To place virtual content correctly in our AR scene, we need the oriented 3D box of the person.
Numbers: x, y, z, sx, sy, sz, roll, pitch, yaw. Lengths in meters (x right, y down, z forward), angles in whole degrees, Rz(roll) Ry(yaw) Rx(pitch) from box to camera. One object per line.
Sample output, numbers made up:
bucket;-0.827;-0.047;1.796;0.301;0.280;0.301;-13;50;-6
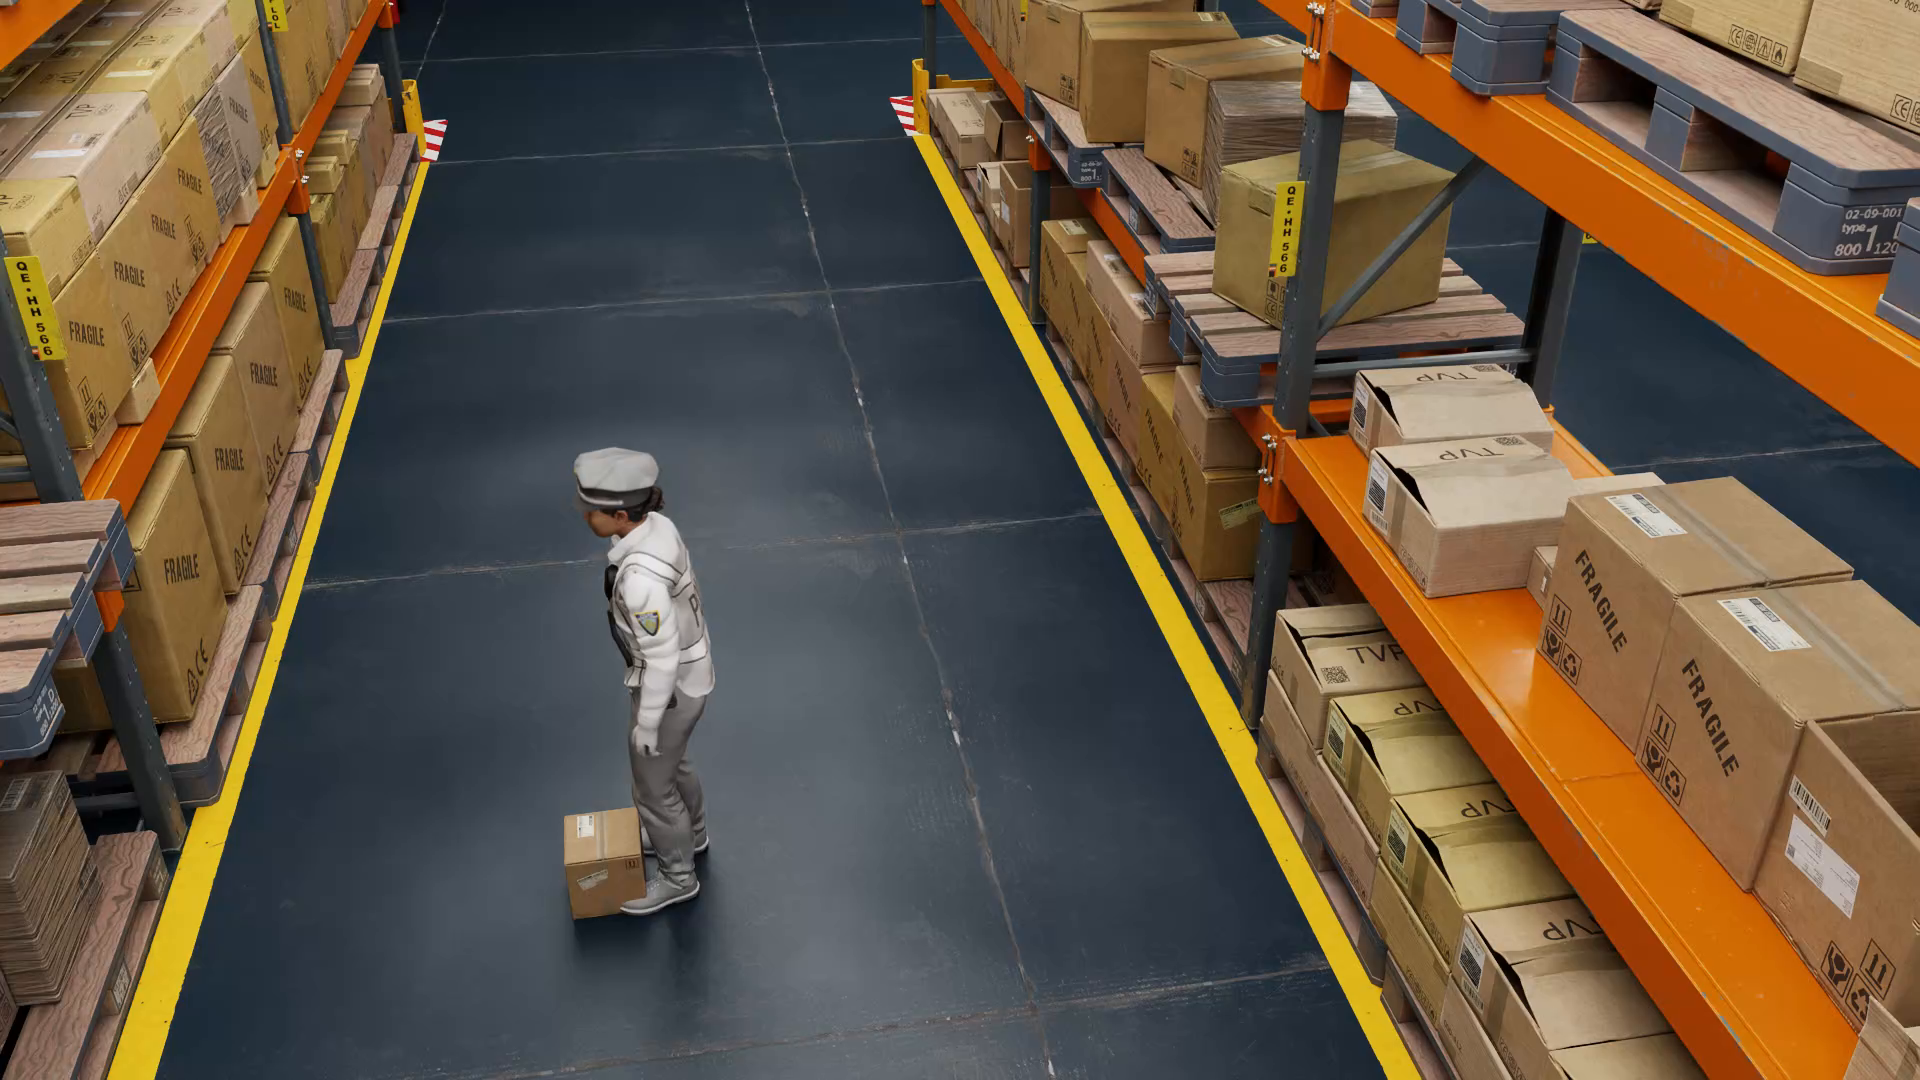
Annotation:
person;-0.989;0.467;5.347;0.403;1.664;0.529;-5;31;-9
